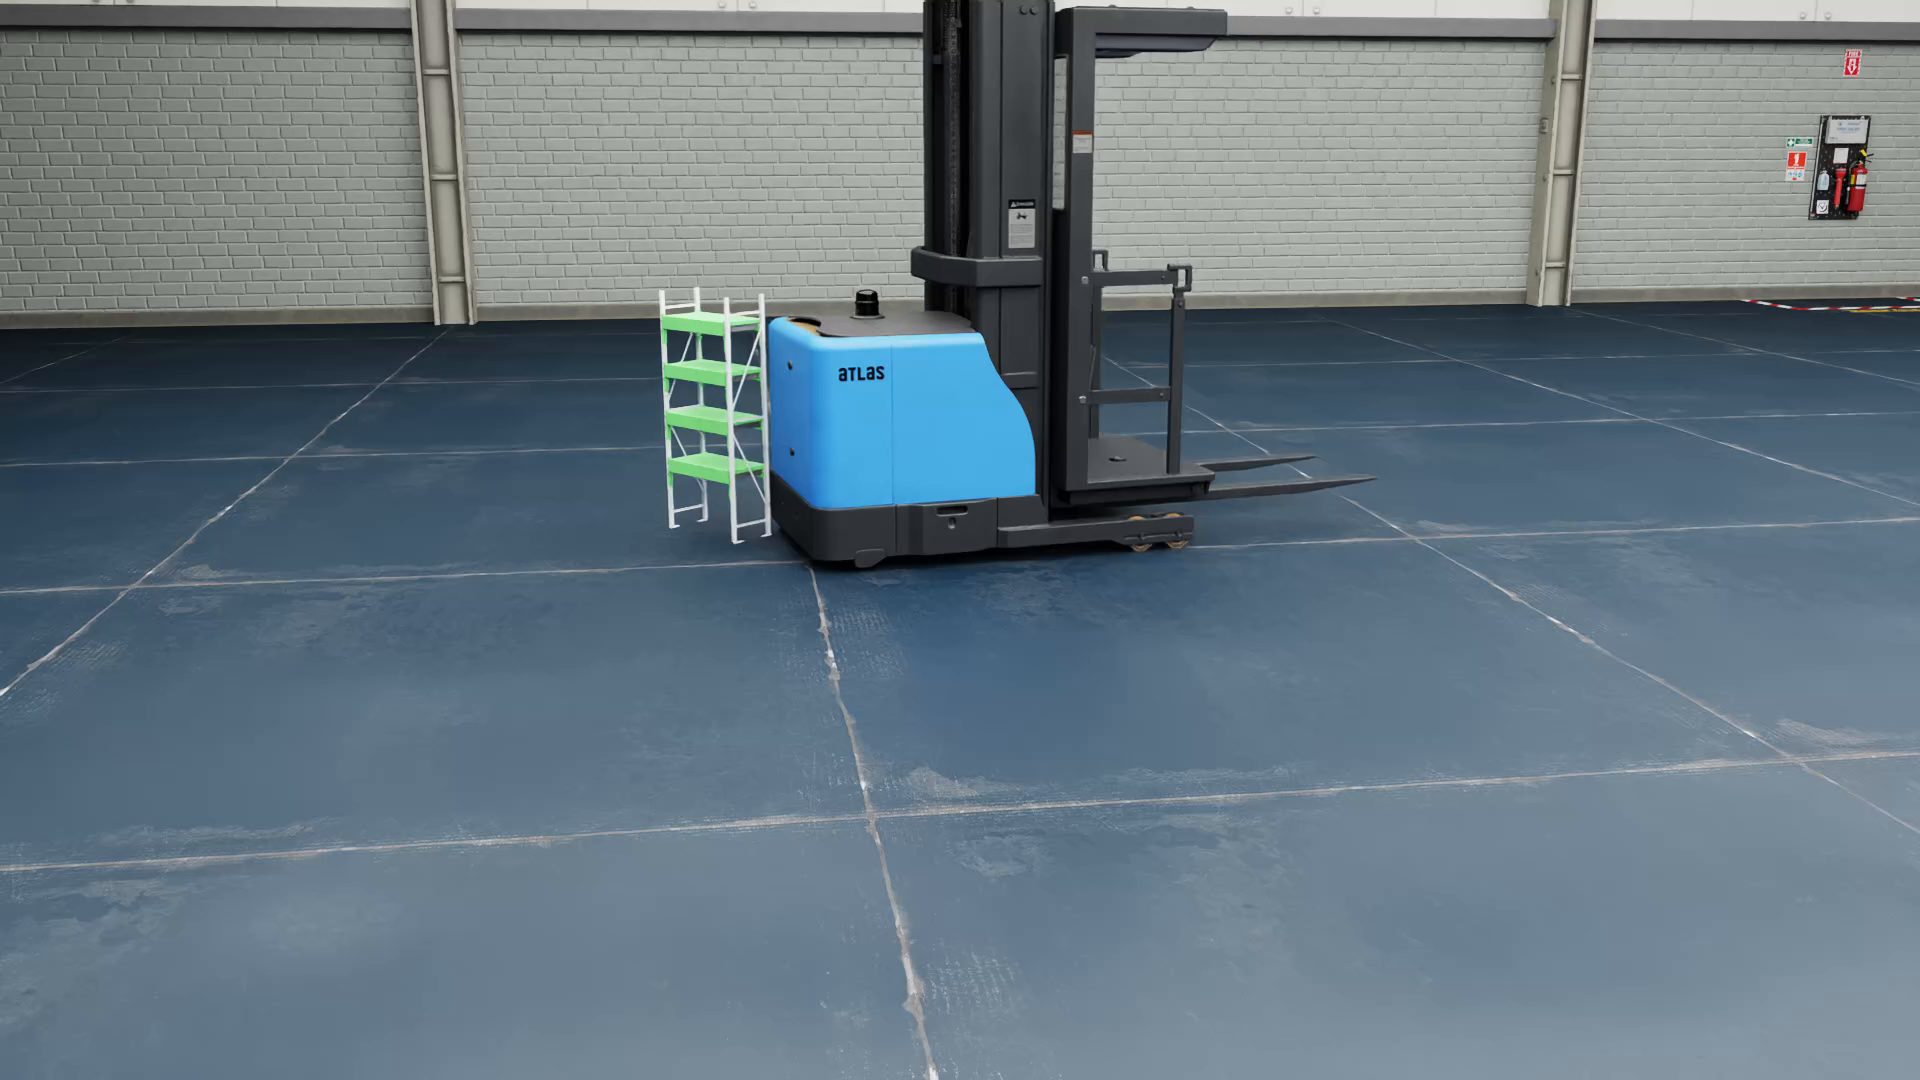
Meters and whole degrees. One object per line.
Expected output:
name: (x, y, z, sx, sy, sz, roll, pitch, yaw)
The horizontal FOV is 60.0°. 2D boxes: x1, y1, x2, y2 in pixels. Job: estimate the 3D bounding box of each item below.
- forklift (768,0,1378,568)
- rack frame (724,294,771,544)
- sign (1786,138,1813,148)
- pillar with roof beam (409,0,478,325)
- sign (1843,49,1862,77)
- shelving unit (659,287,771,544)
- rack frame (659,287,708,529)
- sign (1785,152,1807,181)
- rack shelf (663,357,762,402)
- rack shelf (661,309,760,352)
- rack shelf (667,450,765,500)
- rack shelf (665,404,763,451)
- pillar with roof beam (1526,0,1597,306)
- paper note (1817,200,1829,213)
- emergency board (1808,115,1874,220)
forklift: (0.619, -1.486, 8.123, 3.031, 2.935, 1.130, -5, 15, -18)
rack frame: (-1.031, -0.584, 8.082, 0.015, 1.200, 0.240, 12, 19, 41)
sign: (9.599, -4.543, 19.009, 0.331, 0.109, 0.001, -2, 14, -8)
pillar with roof beam: (-4.553, -5.569, 11.927, 0.400, 9.000, 9.100, -2, 14, -8)
sign: (10.133, -5.414, 18.879, 0.199, 0.298, 0.001, -2, 14, -8)
shelving unit: (-1.212, -0.623, 8.241, 0.503, 1.200, 0.258, 12, 19, 41)
rack frame: (-1.393, -0.663, 8.399, 0.015, 1.200, 0.240, 12, 19, 41)
sign: (9.593, -4.288, 19.081, 0.234, 0.329, 0.001, -2, 14, -8)
rack shelf: (-1.212, -0.794, 8.198, 0.480, 0.148, 0.258, 12, 19, 41)
rack shelf: (-1.212, -1.027, 8.140, 0.480, 0.148, 0.258, 12, 19, 41)
rack shelf: (-1.212, -0.329, 8.315, 0.480, 0.148, 0.258, 12, 19, 41)
rack shelf: (-1.212, -0.561, 8.256, 0.480, 0.148, 0.258, 12, 19, 41)
pillar with roof beam: (7.313, -6.004, 13.661, 0.400, 9.000, 9.100, -2, 14, -8)
paper note: (9.970, -3.849, 19.215, 0.142, 0.148, 0.016, -2, 14, -8)
emergency board: (10.155, -4.266, 19.067, 0.643, 1.169, 0.194, -2, 14, -8)
